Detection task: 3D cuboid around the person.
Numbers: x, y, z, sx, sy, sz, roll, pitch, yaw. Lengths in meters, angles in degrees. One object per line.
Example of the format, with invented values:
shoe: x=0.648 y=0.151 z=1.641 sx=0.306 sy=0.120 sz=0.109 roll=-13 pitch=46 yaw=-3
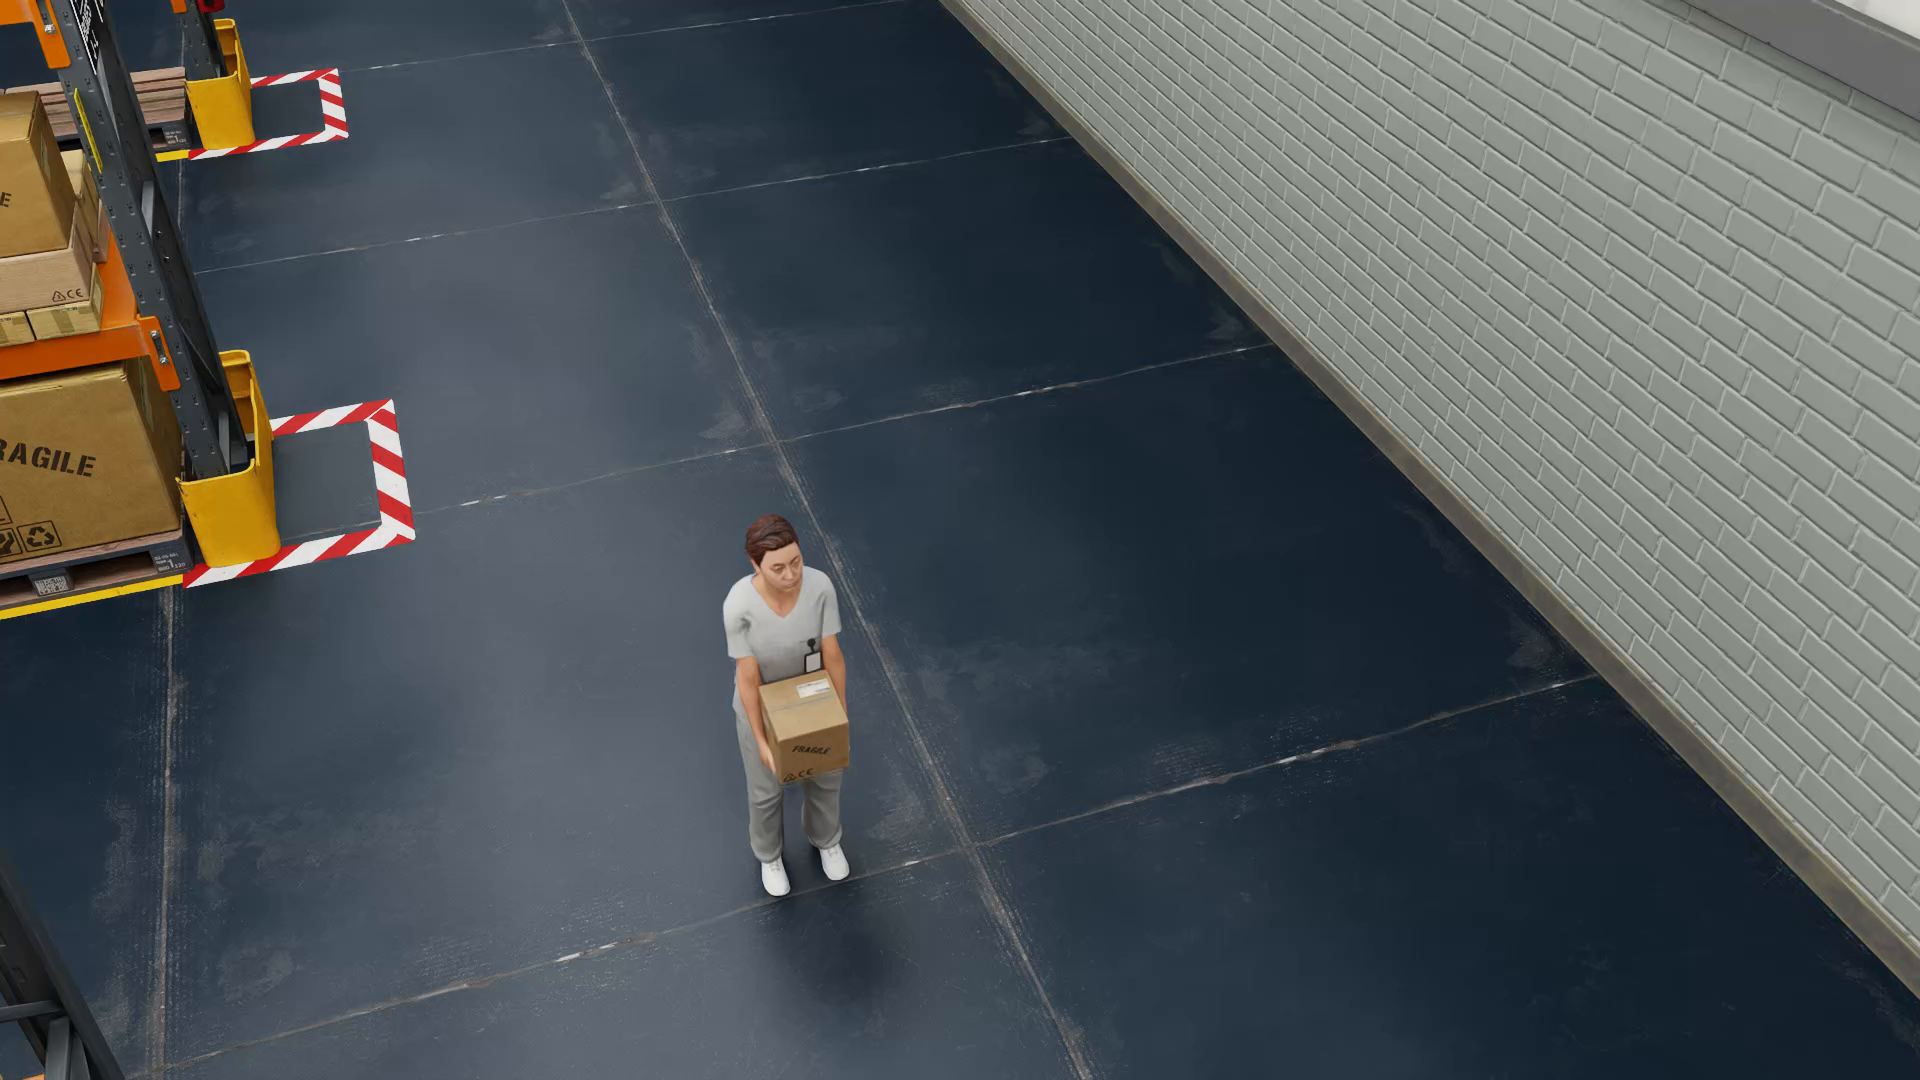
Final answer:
person: x=-0.610 y=0.613 z=5.994 sx=0.463 sy=1.674 sz=0.490 roll=-13 pitch=40 yaw=-16
